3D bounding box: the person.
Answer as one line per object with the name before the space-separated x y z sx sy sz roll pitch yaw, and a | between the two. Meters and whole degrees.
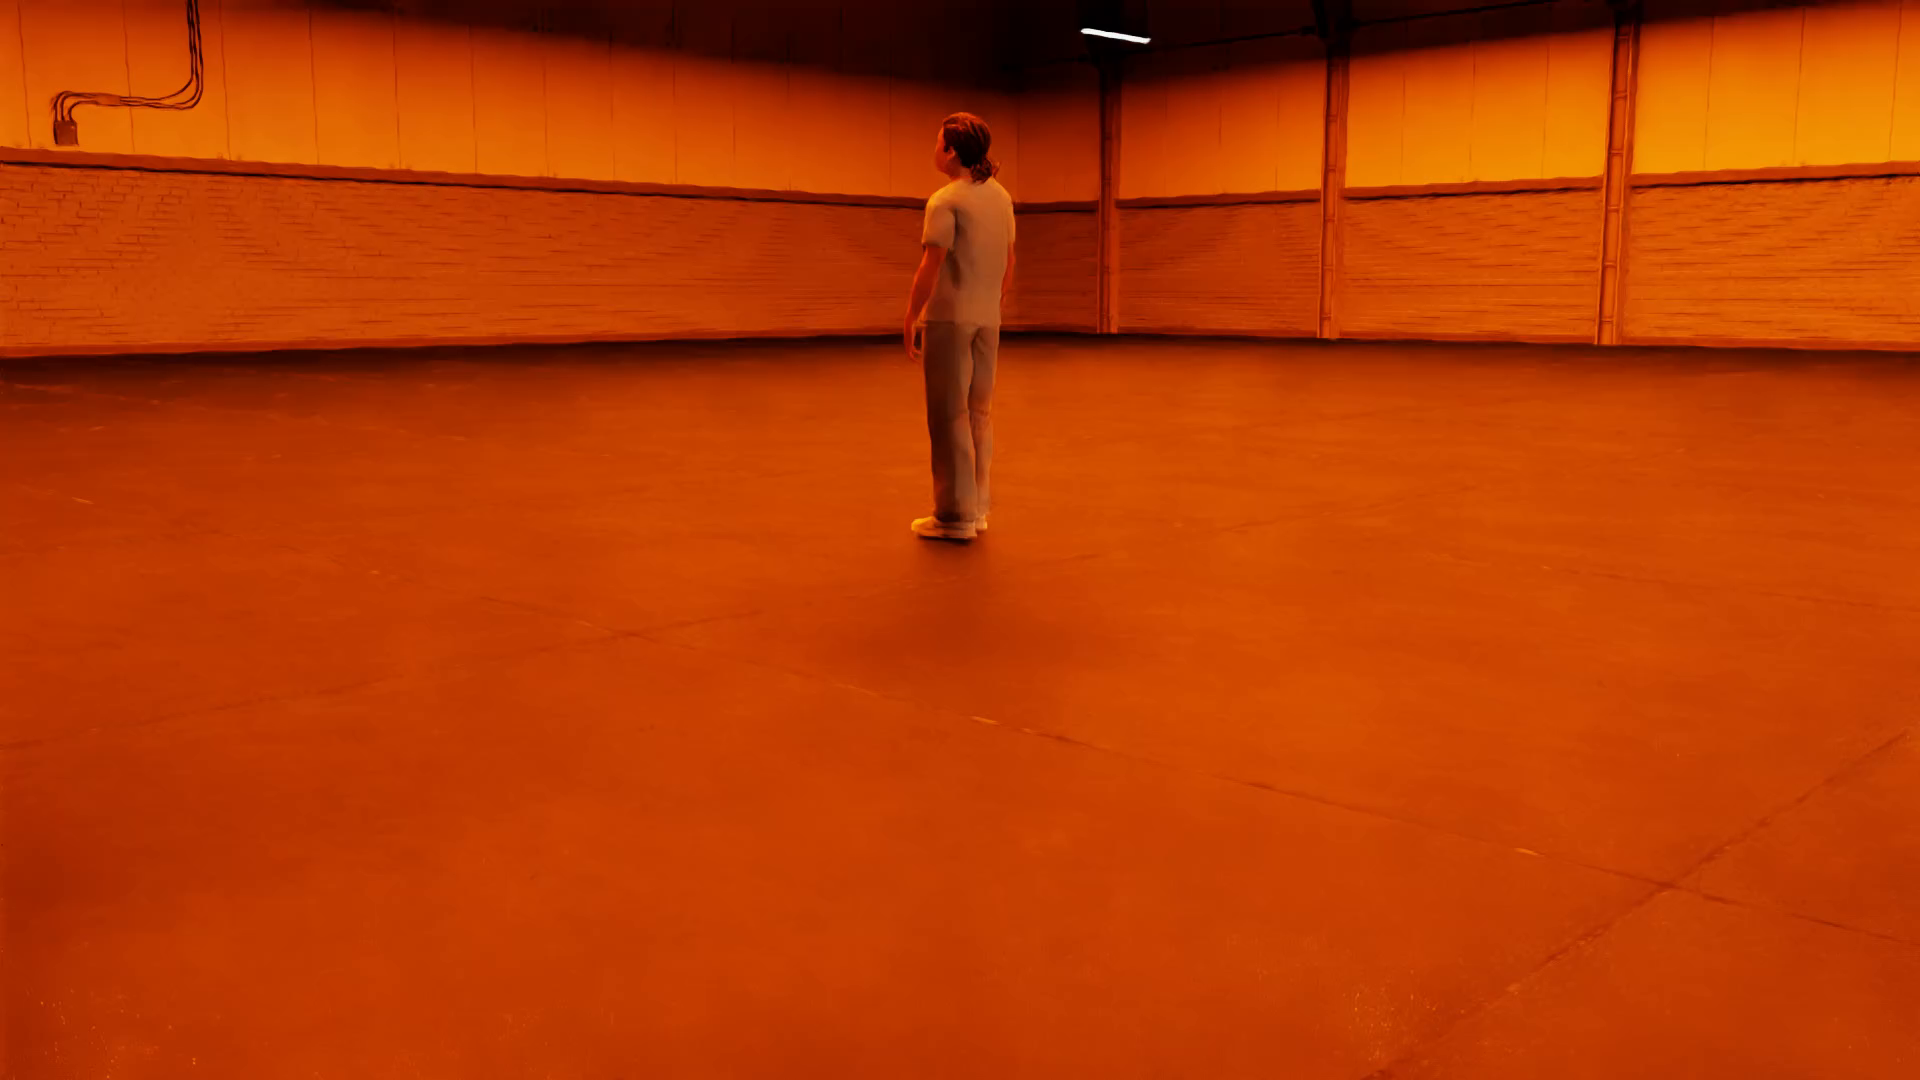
person | -0.044 -0.845 6.652 0.548 1.674 0.550 8 12 43
